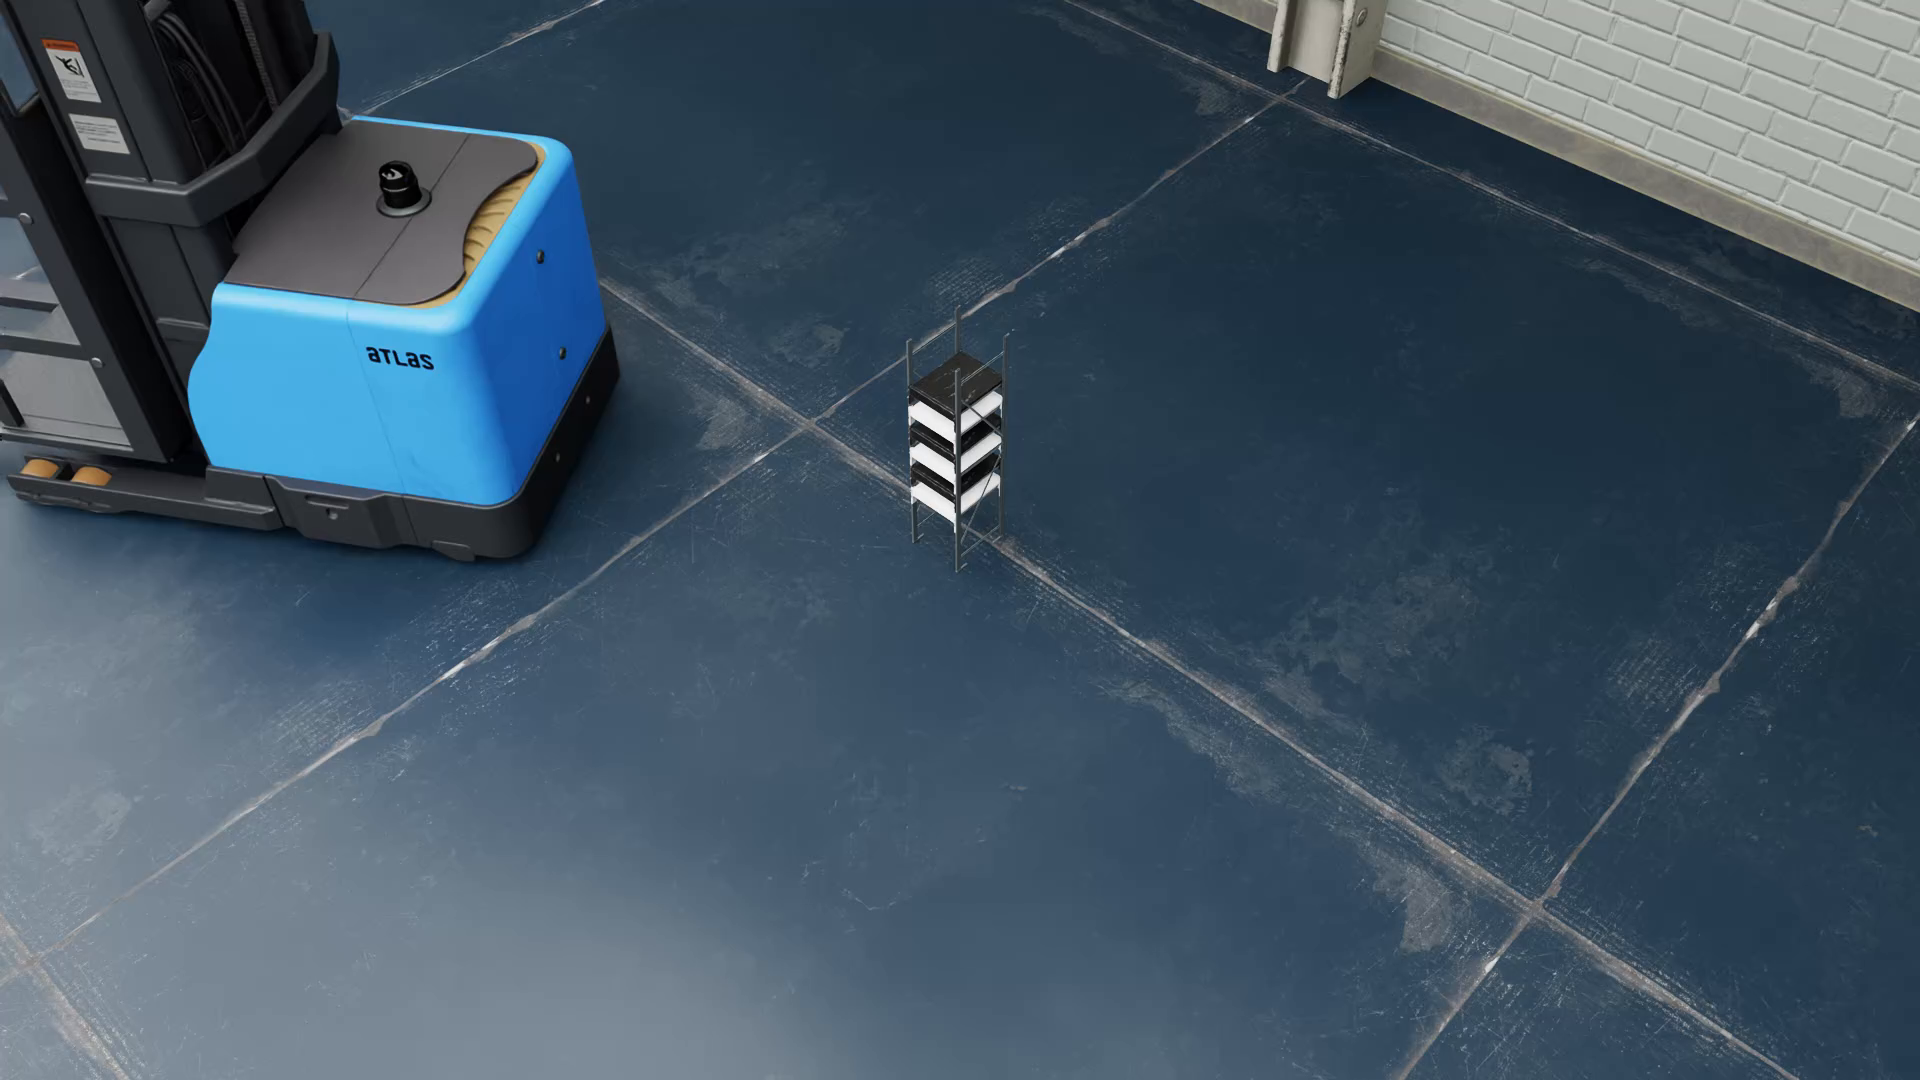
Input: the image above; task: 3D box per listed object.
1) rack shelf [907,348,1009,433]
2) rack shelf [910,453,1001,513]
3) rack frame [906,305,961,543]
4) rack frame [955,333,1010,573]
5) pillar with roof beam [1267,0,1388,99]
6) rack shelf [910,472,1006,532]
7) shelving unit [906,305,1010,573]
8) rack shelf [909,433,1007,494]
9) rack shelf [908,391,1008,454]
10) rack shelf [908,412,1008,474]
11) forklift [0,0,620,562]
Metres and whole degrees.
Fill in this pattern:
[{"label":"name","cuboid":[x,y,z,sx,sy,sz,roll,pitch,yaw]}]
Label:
[{"label":"rack shelf","cuboid":[-0.006,-0.474,5.253,0.200,0.077,0.258,34,55,28]},{"label":"rack shelf","cuboid":[-0.006,-0.228,5.516,0.200,0.077,0.258,34,55,28]},{"label":"rack frame","cuboid":[-0.081,-0.362,5.473,0.006,0.900,0.240,34,55,28]},{"label":"rack frame","cuboid":[0.069,-0.262,5.379,0.006,0.900,0.240,34,55,28]},{"label":"pillar with roof beam","cuboid":[-1.226,-2.982,2.377,0.400,9.000,9.100,34,55,28]},{"label":"rack shelf","cuboid":[-0.006,-0.166,5.581,0.200,0.077,0.258,34,55,28]},{"label":"shelving unit","cuboid":[-0.006,-0.312,5.426,0.210,0.900,0.258,34,55,28]},{"label":"rack shelf","cuboid":[-0.006,-0.289,5.450,0.200,0.077,0.258,34,55,28]},{"label":"rack shelf","cuboid":[-0.006,-0.412,5.319,0.200,0.077,0.258,34,55,28]},{"label":"rack shelf","cuboid":[-0.006,-0.351,5.384,0.200,0.077,0.258,34,55,28]},{"label":"forklift","cuboid":[-2.843,-1.468,5.118,3.031,2.935,1.130,8,47,8]}]
